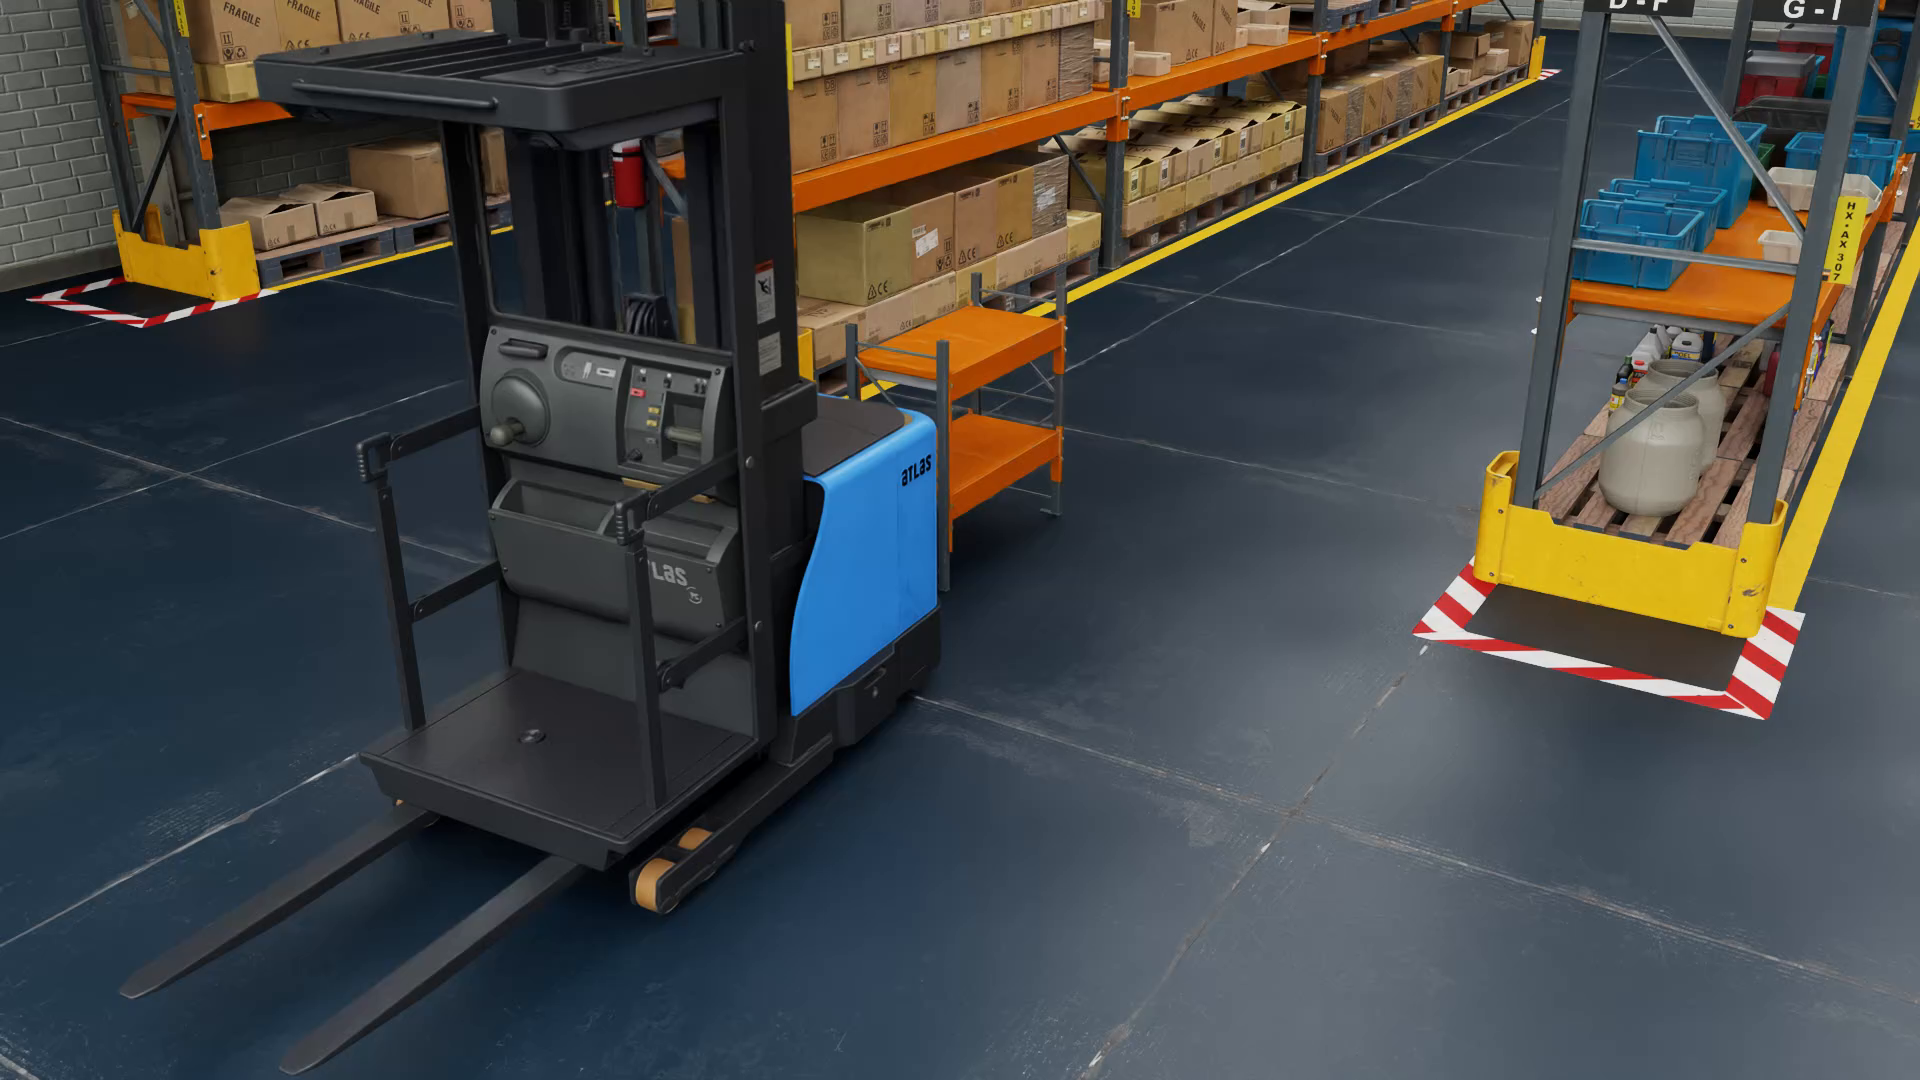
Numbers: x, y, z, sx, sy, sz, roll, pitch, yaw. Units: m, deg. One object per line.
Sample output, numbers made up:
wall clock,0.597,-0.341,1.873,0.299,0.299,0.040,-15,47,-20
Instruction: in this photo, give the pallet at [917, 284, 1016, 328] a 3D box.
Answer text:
pallet,-0.353,-1.546,11.056,1.003,0.211,1.213,14,27,29

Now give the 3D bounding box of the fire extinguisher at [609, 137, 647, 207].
fire extinguisher,-1.823,-2.171,9.086,0.296,0.674,0.183,14,27,29

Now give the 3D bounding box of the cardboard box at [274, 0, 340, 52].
cardboard box,-4.800,-3.733,11.817,0.500,0.500,0.500,14,27,29

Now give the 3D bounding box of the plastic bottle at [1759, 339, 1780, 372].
plastic bottle,4.615,-1.092,9.371,0.152,0.276,0.135,14,27,29

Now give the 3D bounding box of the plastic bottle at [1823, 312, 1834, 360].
plastic bottle,4.977,-1.183,9.573,0.061,0.283,0.133,15,28,32

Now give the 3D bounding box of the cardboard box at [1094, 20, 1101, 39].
cardboard box,1.503,-6.681,22.026,0.700,0.500,0.500,14,27,28

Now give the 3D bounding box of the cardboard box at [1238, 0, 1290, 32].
cardboard box,2.625,-4.694,14.931,0.500,0.311,0.500,16,28,32

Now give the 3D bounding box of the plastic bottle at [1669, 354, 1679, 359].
plastic bottle,3.876,-0.911,9.048,0.097,0.201,0.097,0,23,0

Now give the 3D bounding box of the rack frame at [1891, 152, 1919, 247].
rack frame,7.061,-3.810,12.775,1.000,3.000,0.127,14,27,29

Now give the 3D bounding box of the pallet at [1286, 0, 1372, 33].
pallet,3.152,-5.004,15.776,1.213,0.211,1.003,14,27,29

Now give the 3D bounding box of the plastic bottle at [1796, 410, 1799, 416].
plastic bottle,4.348,-0.757,8.691,0.097,0.201,0.097,0,23,0

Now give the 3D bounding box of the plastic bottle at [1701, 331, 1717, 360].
plastic bottle,4.295,-1.230,9.597,0.144,0.351,0.185,14,27,29

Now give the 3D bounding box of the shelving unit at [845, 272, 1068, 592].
shelving unit,0.004,-0.518,7.532,0.538,1.125,1.048,14,27,29

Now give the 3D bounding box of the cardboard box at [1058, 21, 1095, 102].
cardboard box,0.516,-3.394,11.688,0.700,0.500,0.500,13,27,28

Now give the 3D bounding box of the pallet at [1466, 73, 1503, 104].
pallet,5.970,-5.564,20.338,1.003,0.211,1.213,14,27,29

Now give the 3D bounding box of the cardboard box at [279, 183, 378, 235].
cardboard box,-4.834,-2.561,12.720,0.500,0.311,0.500,16,28,33

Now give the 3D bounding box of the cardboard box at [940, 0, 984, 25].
cardboard box,-0.278,-3.481,10.256,0.700,0.500,0.500,14,27,29

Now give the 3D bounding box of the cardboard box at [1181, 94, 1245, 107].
cardboard box,2.329,-3.922,15.261,0.500,0.311,0.500,15,28,31

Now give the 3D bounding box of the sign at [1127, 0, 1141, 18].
sign,1.217,-3.817,11.602,0.100,0.325,0.005,14,27,29

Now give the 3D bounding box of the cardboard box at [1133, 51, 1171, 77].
cardboard box,1.386,-3.640,12.698,0.380,0.149,0.250,14,27,29

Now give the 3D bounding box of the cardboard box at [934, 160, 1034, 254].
cardboard box,0.151,-2.236,11.127,0.500,0.500,0.500,14,27,29

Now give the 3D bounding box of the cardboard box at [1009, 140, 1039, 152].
cardboard box,0.234,-2.683,12.161,0.500,0.500,0.500,14,27,29

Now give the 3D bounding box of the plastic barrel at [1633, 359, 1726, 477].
plastic barrel,3.387,-0.568,7.889,0.421,0.512,0.421,0,23,0

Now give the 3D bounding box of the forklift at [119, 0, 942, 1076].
forklift,-1.220,-0.404,4.994,1.130,2.935,3.031,12,26,26

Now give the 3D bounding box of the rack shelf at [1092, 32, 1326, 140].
rack shelf,1.799,-3.844,13.759,1.077,0.370,4.000,14,27,29

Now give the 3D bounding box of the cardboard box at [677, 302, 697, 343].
cardboard box,-1.334,-1.323,9.962,0.500,0.250,0.500,14,27,29

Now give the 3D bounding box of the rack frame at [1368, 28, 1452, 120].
rack frame,4.964,-6.199,18.294,1.000,3.000,0.127,14,27,29

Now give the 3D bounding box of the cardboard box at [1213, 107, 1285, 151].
cardboard box,2.519,-3.632,14.591,0.500,0.311,0.500,13,27,28

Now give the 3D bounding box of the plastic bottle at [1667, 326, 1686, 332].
plastic bottle,4.073,-1.197,9.519,0.144,0.351,0.185,13,26,27

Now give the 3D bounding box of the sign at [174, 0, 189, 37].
sign,-5.115,-3.469,10.899,0.100,0.325,0.005,14,27,29

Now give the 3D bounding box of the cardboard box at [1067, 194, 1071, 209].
cardboard box,0.717,-2.631,12.983,0.500,0.250,0.500,14,27,28

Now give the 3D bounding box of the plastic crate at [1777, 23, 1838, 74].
plastic crate,5.948,-3.358,11.650,0.402,0.464,0.583,14,27,29

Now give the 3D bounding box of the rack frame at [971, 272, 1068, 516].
rack frame,0.272,-0.690,7.928,0.500,1.125,0.032,14,27,29

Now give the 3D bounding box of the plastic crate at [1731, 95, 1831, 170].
plastic crate,4.566,-2.281,9.322,0.767,0.338,0.504,14,27,29

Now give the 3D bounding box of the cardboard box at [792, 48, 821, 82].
cardboard box,-0.976,-2.580,8.991,0.380,0.149,0.250,14,27,29

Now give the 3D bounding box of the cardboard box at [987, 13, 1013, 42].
cardboard box,0.112,-3.278,10.603,0.380,0.149,0.250,15,27,30

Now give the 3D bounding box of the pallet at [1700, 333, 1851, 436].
pallet,4.561,-0.962,9.707,1.003,0.211,1.213,14,27,29

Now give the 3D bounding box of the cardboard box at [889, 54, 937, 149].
cardboard box,-0.569,-2.694,10.072,0.700,0.500,0.500,14,27,29

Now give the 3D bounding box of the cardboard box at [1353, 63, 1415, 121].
cardboard box,4.415,-4.693,17.407,0.500,0.500,0.500,14,27,30

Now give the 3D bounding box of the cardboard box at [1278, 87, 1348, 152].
cardboard box,3.337,-3.997,15.801,0.500,0.500,0.500,15,28,31

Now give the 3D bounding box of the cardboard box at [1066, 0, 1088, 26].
cardboard box,0.651,-3.623,11.400,0.380,0.149,0.250,13,27,28

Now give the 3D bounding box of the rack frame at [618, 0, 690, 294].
rack frame,-1.366,-2.149,8.938,1.000,3.000,0.127,14,27,29

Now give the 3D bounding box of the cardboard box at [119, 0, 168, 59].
cardboard box,-5.508,-3.674,11.680,0.500,0.500,0.500,14,27,28

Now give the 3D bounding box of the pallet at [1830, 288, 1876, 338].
pallet,5.332,-1.453,10.841,1.003,0.211,1.213,14,27,29

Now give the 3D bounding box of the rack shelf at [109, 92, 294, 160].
rack shelf,-4.521,-3.531,13.035,1.077,0.370,4.000,14,27,29

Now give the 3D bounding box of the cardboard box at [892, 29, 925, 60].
cardboard box,-0.432,-2.929,9.797,0.380,0.149,0.250,13,27,27

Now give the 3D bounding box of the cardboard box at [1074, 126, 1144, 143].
cardboard box,1.249,-3.229,13.659,0.500,0.311,0.500,14,27,29

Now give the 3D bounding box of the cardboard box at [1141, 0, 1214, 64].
cardboard box,1.705,-4.147,13.429,0.500,0.500,0.500,14,27,29

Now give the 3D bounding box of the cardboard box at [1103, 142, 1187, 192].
cardboard box,1.443,-2.942,12.997,0.500,0.311,0.500,14,27,28

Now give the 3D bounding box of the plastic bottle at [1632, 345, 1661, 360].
plastic bottle,3.666,-0.899,8.927,0.152,0.276,0.135,13,27,28

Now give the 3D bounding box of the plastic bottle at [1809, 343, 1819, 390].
plastic bottle,4.584,-0.994,9.052,0.144,0.351,0.185,14,27,29

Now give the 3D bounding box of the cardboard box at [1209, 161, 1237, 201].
cardboard box,1.978,-3.033,13.913,0.500,0.250,0.500,14,27,30

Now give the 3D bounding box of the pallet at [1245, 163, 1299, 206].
pallet,2.387,-3.300,15.106,1.003,0.211,1.213,14,27,29

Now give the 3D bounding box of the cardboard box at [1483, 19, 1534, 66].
cardboard box,6.997,-6.369,21.278,0.500,0.500,0.500,14,27,29

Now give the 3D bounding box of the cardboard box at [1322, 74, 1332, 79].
cardboard box,3.422,-4.443,16.831,0.500,0.500,0.500,13,27,27

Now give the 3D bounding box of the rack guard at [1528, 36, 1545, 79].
rack guard,7.034,-6.376,21.850,1.175,0.500,0.348,14,27,29

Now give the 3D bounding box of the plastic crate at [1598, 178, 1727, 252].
plastic crate,3.198,-1.491,7.606,0.499,0.251,0.408,14,27,29

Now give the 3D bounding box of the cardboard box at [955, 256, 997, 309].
cardboard box,-0.101,-1.720,10.880,0.500,0.250,0.500,14,27,29

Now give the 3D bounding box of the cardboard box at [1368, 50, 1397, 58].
cardboard box,4.502,-5.142,18.444,0.500,0.500,0.500,13,26,27
